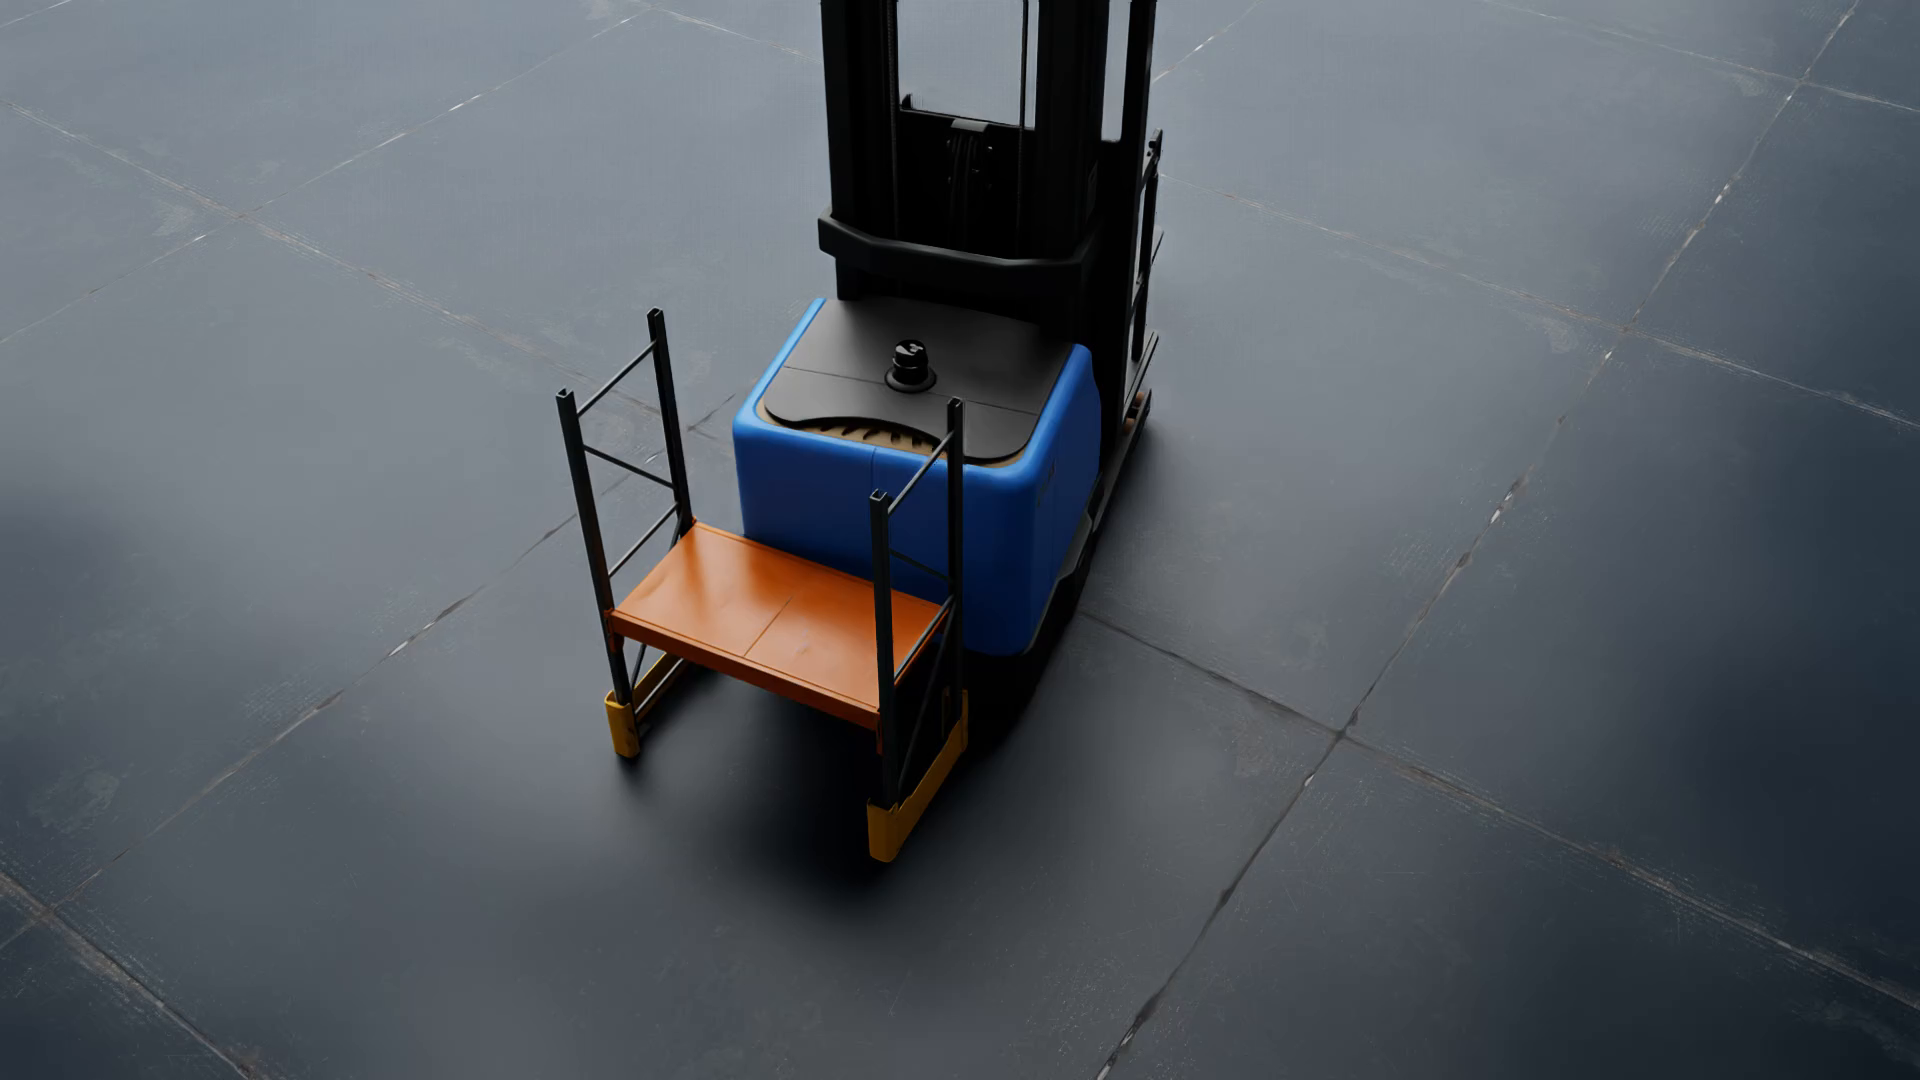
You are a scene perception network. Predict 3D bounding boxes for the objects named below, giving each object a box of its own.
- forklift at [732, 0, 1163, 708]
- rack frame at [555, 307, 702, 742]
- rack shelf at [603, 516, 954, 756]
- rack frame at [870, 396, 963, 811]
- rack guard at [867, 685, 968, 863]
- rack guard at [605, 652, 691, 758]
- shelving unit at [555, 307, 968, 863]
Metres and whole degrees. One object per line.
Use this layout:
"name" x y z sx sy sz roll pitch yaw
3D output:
"forklift" 0.175 -1.508 6.000 1.130 2.935 3.031 12 43 13
"rack frame" -1.026 0.002 5.385 0.032 1.500 0.500 18 45 19
"rack shelf" -0.570 0.287 5.337 1.000 0.185 0.538 18 45 19
"rack frame" -0.115 0.303 5.049 0.032 1.500 0.500 18 45 19
"rack guard" -0.132 0.763 5.472 0.087 0.250 0.587 18 45 19
"rack guard" -1.025 0.469 5.802 0.087 0.250 0.587 18 45 19
"shelving unit" -0.579 0.150 5.220 1.083 1.500 0.587 18 45 19
